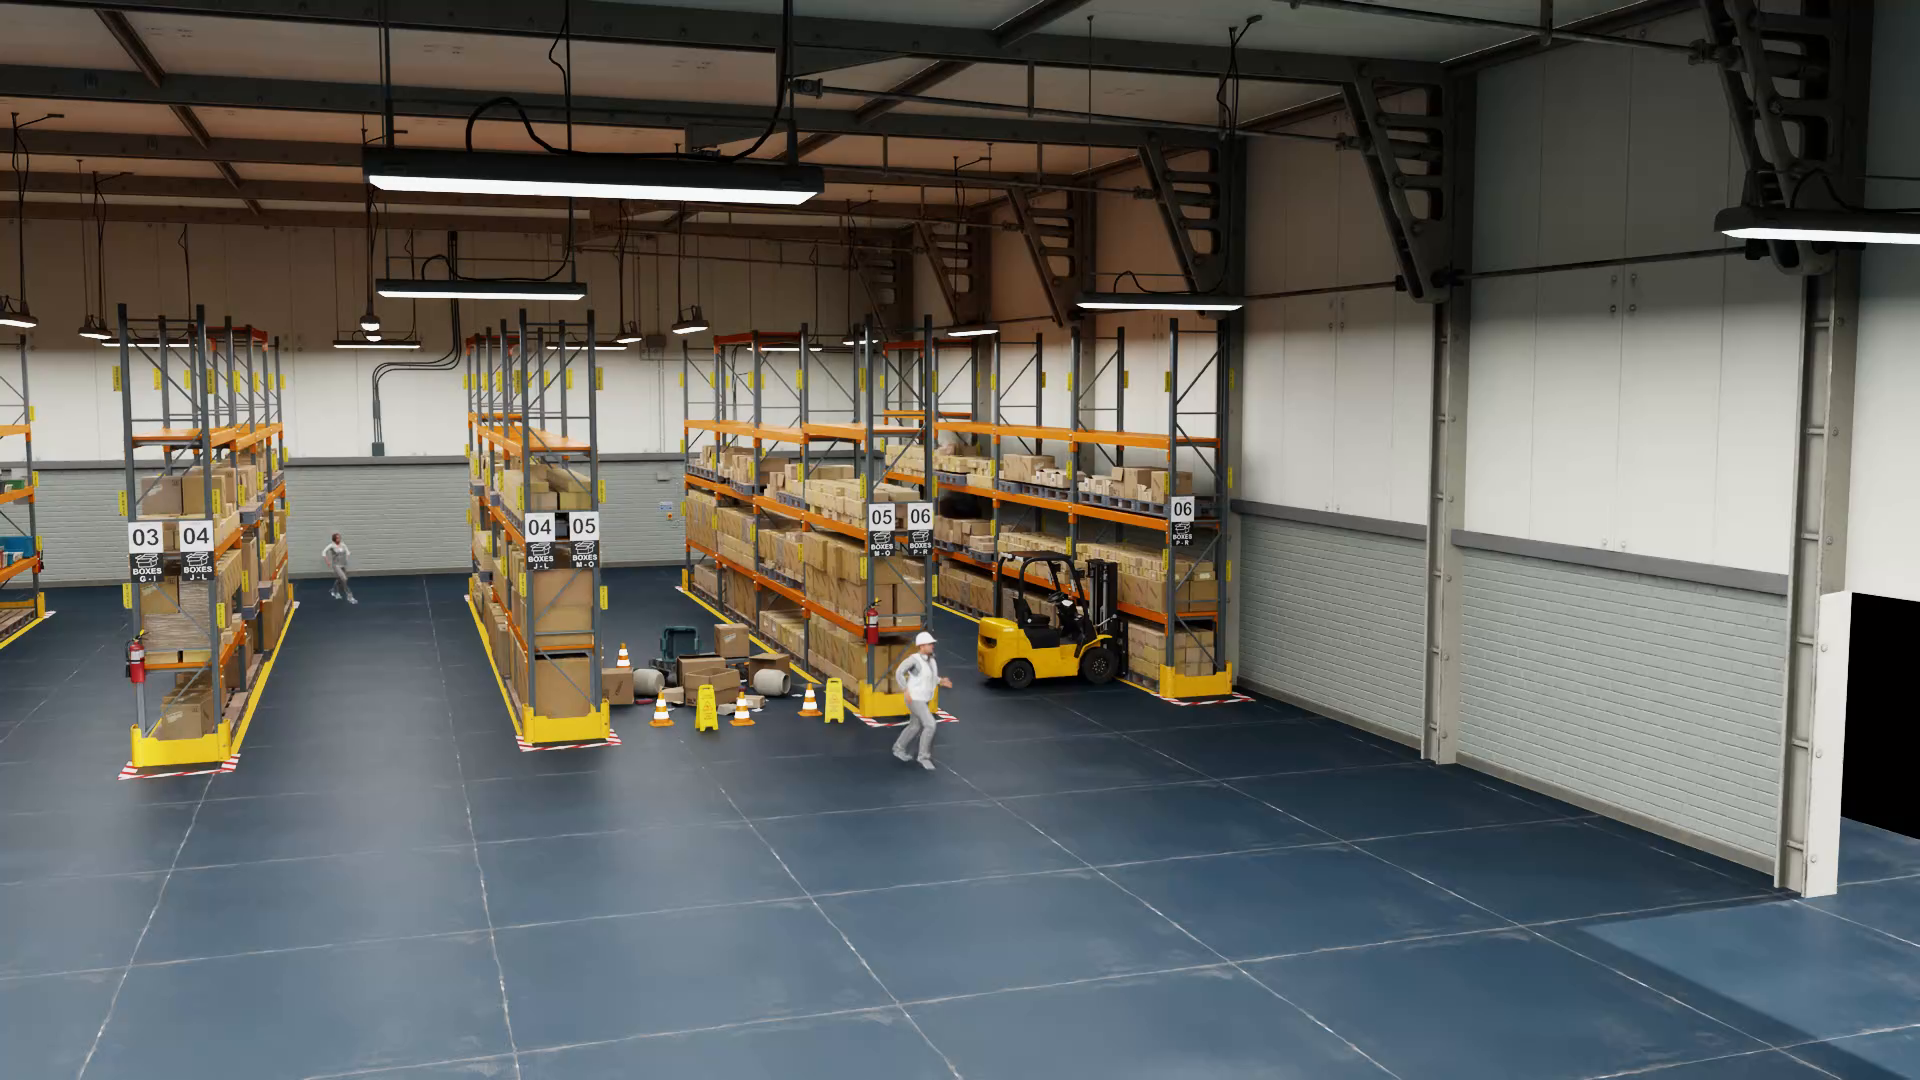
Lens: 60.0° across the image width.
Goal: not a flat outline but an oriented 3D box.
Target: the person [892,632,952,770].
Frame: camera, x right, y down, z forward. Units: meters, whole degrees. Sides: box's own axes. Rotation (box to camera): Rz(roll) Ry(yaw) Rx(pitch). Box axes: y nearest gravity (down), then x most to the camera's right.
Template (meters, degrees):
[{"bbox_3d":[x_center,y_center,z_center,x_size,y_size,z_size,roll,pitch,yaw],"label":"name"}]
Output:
[{"bbox_3d":[-0.525,2.098,21.635,0.874,1.822,0.595,2,6,25],"label":"person"}]

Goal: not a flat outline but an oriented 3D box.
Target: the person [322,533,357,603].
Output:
[{"bbox_3d":[-14.112,0.631,37.696,0.815,1.604,0.524,3,6,31],"label":"person"}]
